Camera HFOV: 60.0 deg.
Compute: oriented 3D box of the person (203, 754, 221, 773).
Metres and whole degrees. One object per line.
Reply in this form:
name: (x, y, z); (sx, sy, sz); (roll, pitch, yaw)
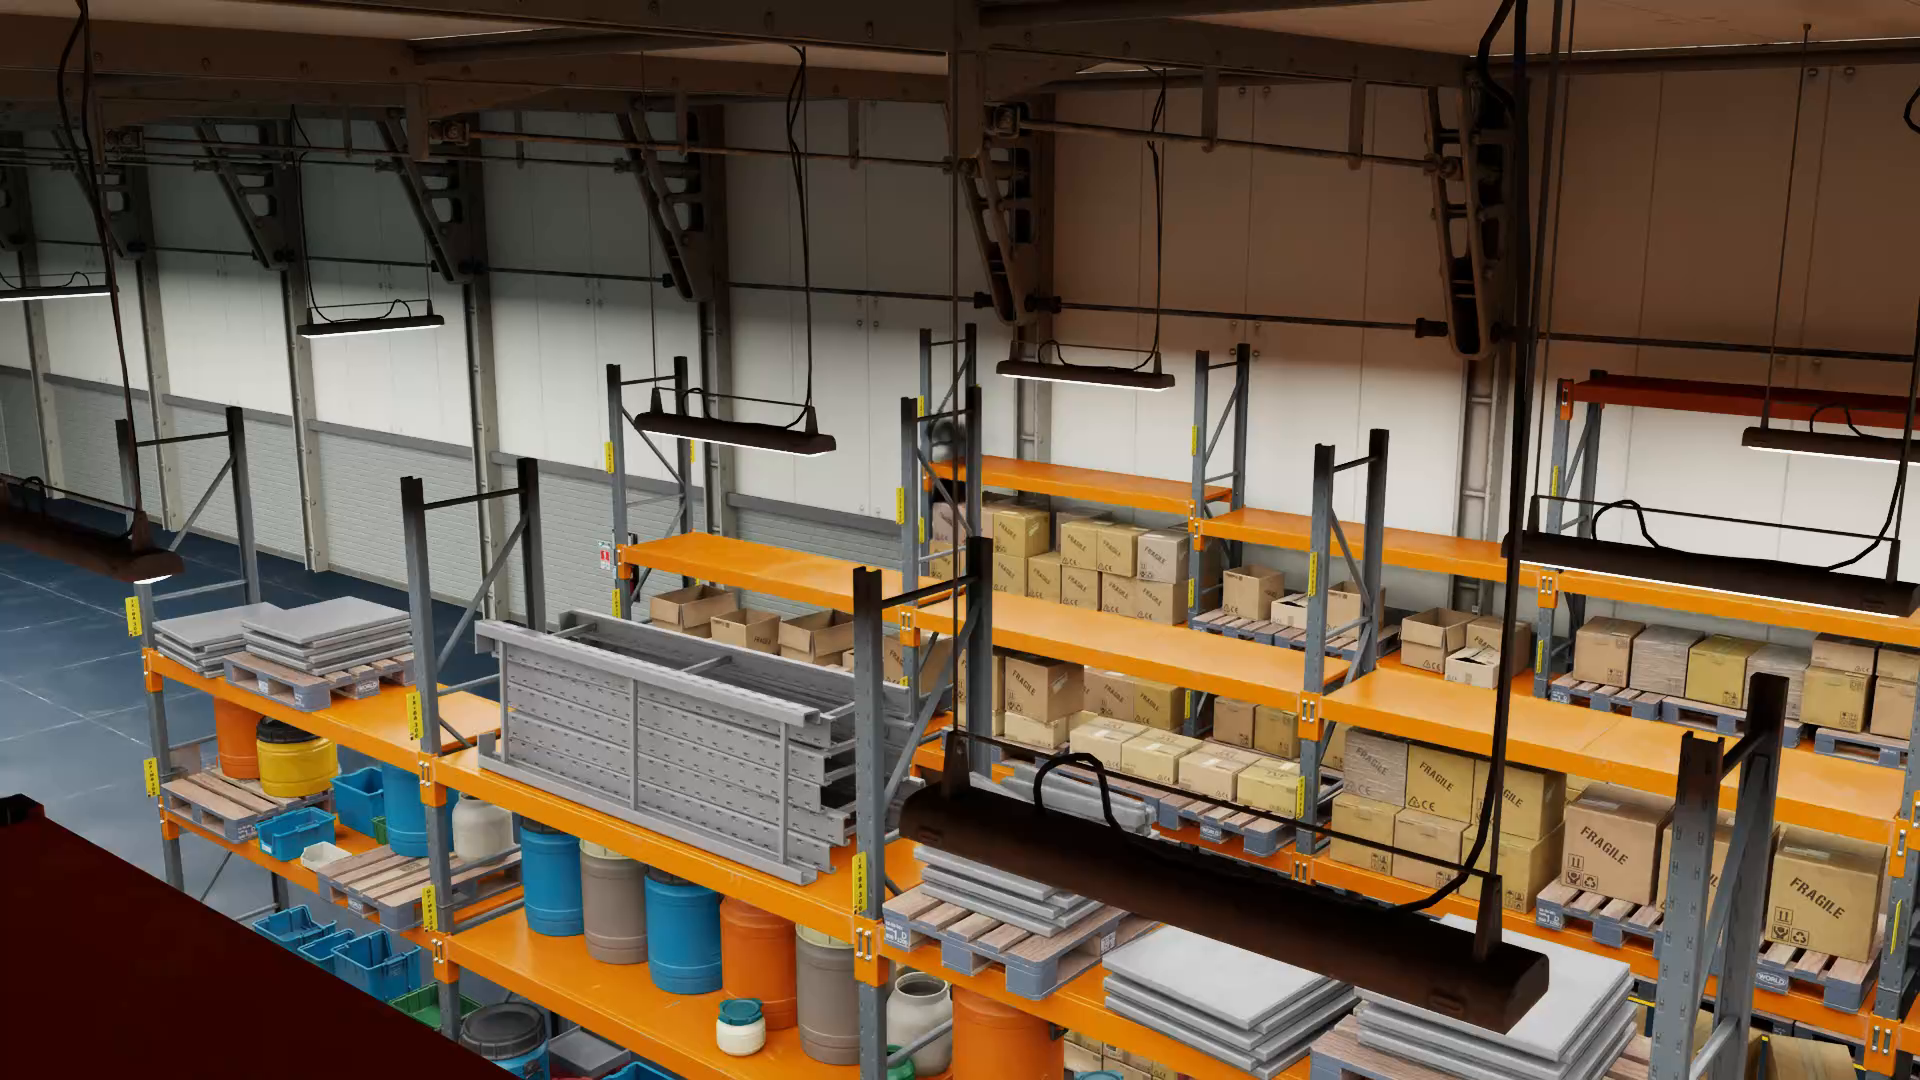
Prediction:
person: (-8.585, 2.921, 19.614); (0.576, 1.638, 0.591); (-7, 15, -29)
